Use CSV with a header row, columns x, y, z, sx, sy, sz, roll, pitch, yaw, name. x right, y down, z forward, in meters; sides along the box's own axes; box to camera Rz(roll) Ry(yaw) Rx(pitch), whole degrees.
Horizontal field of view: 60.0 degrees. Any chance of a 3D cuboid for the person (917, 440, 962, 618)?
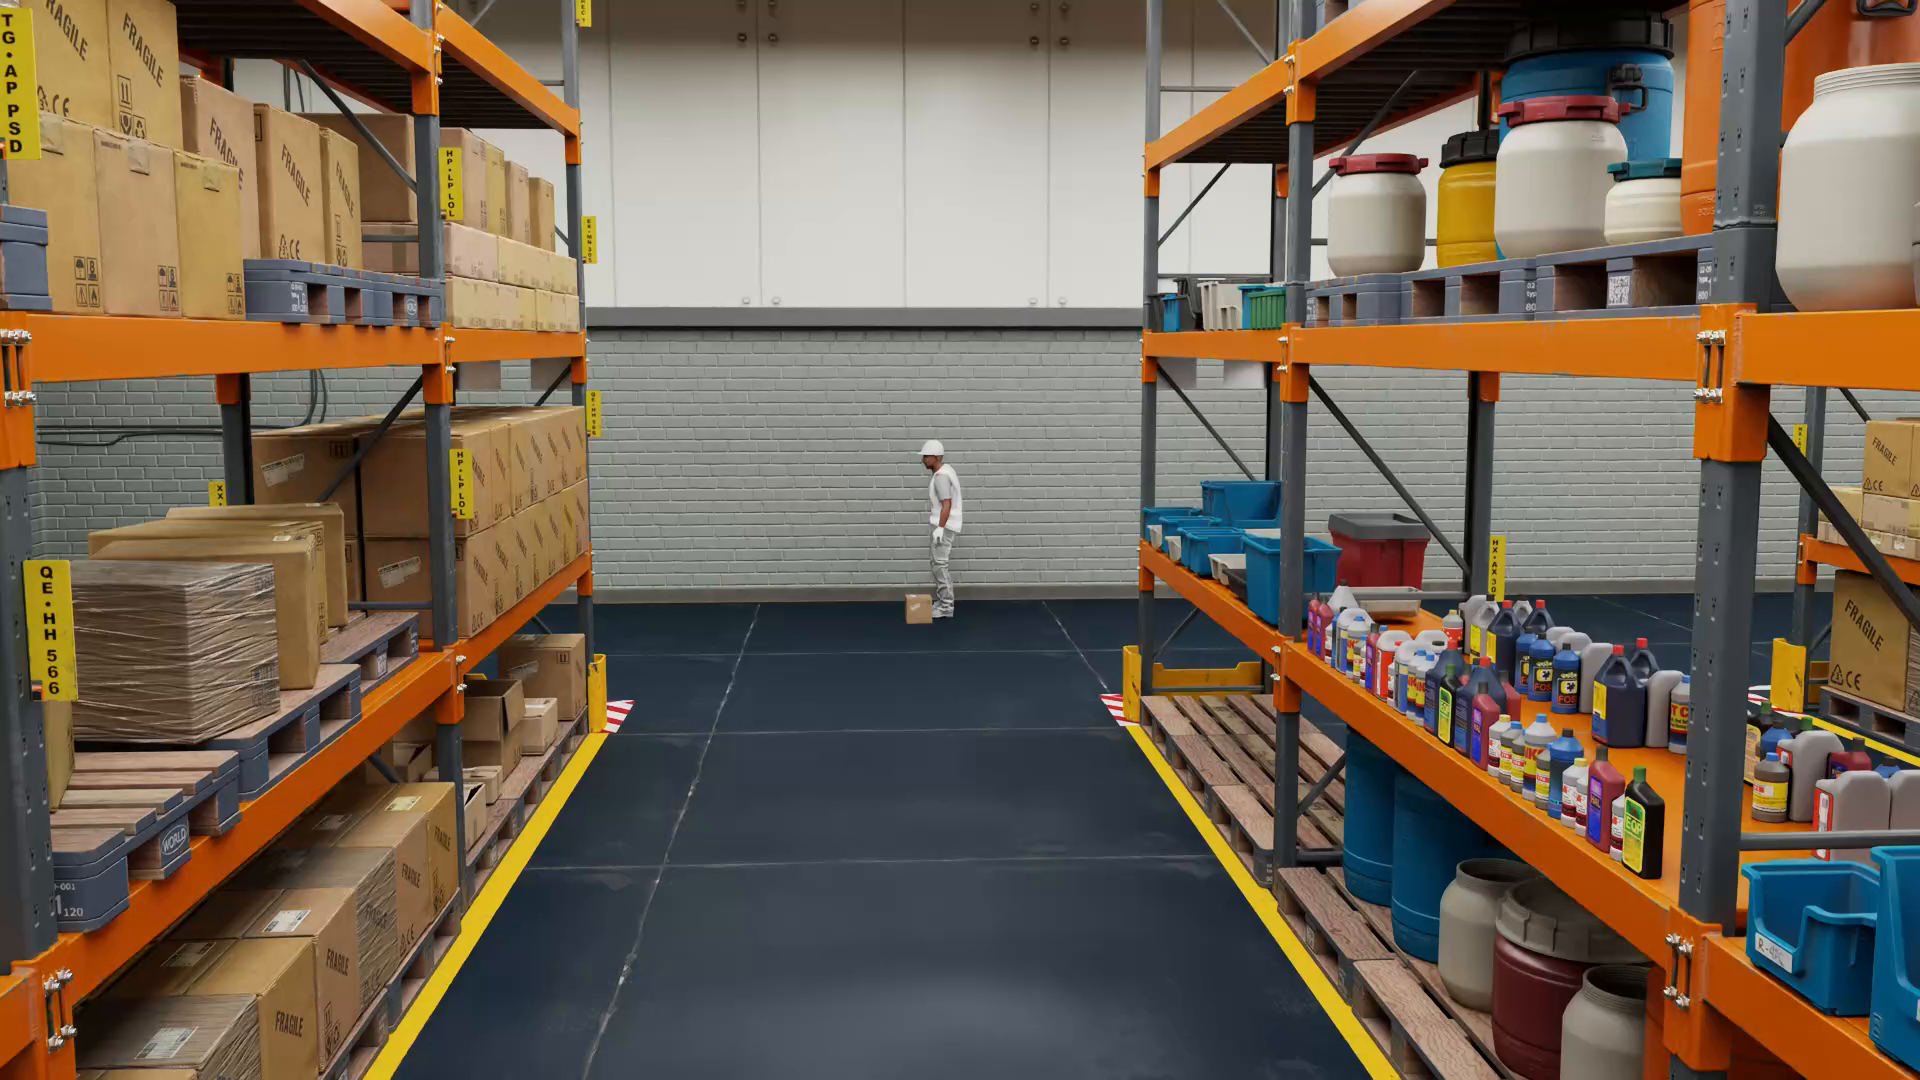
x,y,z,sx,sy,sz,roll,pitch,yaw,name
-0.205,-0.118,16.686,0.450,1.774,0.617,0,7,-3,person
